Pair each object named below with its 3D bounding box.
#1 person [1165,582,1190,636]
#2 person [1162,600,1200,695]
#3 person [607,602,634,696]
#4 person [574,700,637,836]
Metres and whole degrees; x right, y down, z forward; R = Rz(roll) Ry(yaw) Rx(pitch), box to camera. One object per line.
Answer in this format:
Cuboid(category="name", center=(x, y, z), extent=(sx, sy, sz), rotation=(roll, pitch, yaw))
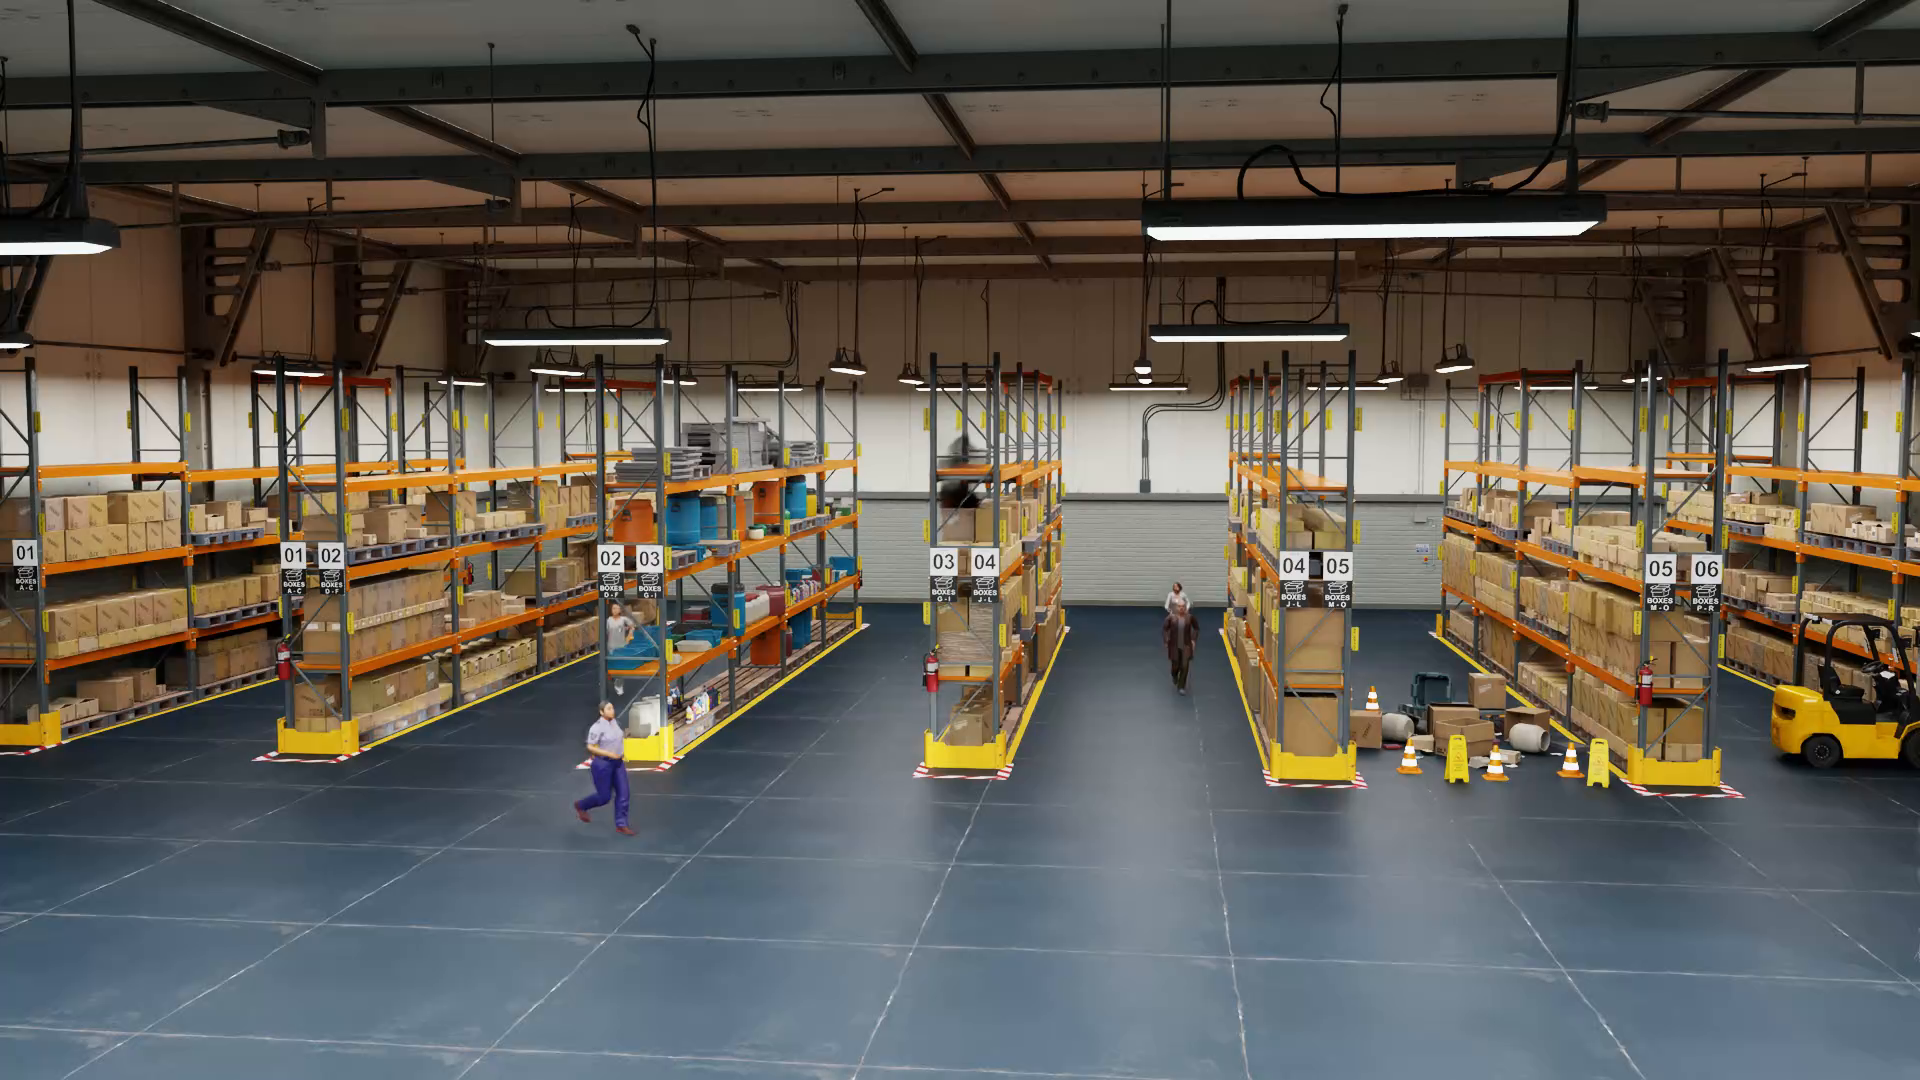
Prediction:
Cuboid(category="person", center=(4.705, 1.692, 35.937), extent=(0.542, 1.585, 0.679), rotation=(1, 4, 8))
Cuboid(category="person", center=(4.085, 2.064, 30.778), extent=(0.701, 1.540, 0.767), rotation=(0, 4, 5))
Cuboid(category="person", center=(-6.324, 2.003, 30.661), extent=(0.544, 1.708, 0.691), rotation=(0, 4, 0))
Cuboid(category="person", center=(-4.305, 2.770, 20.240), extent=(0.849, 1.625, 0.607), rotation=(2, 5, 27))
